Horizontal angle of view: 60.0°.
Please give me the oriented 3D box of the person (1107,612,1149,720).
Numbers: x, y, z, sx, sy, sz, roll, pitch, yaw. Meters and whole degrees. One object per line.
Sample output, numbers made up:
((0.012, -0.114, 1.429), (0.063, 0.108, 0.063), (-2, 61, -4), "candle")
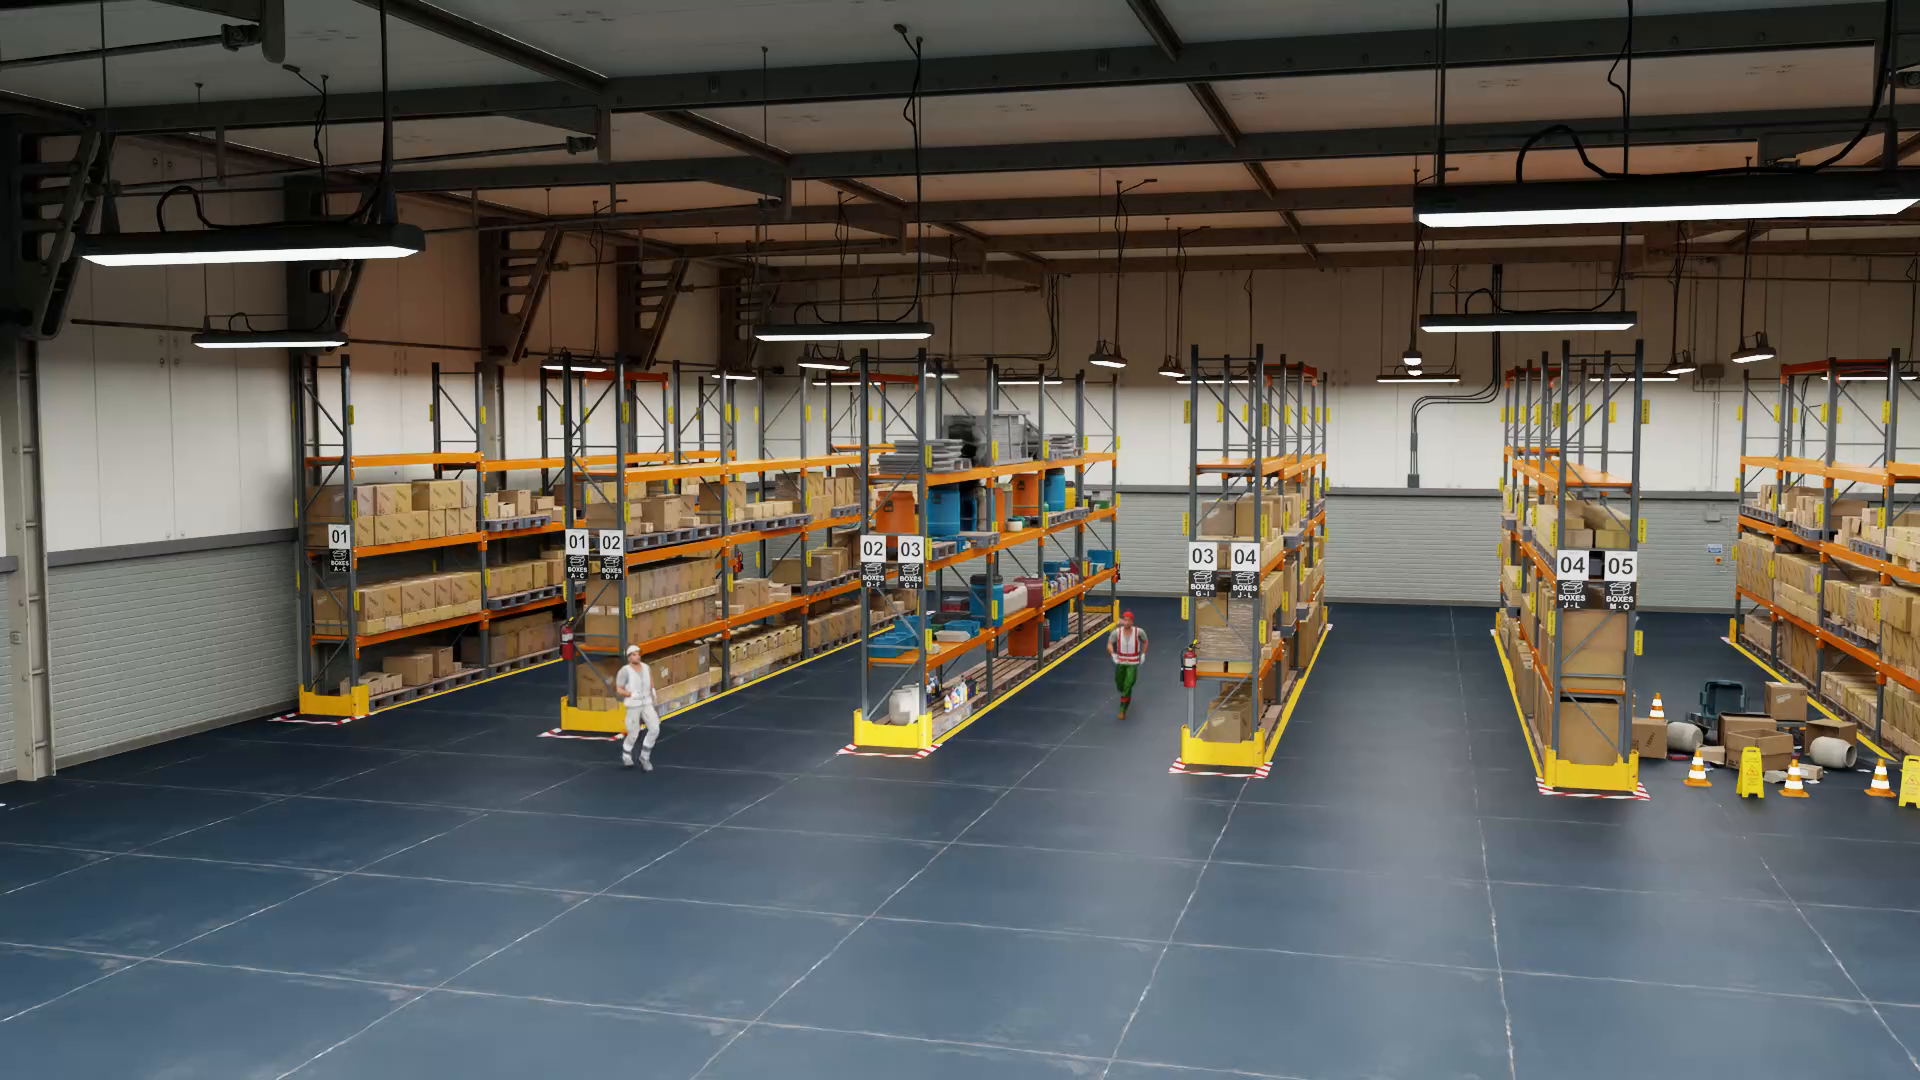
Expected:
((2.786, 2.059, 27.667), (0.683, 1.767, 0.875), (1, 4, 11), "person")

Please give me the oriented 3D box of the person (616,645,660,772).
((-4.531, 2.366, 23.466), (0.668, 1.785, 0.724), (-3, 5, -37), "person")
